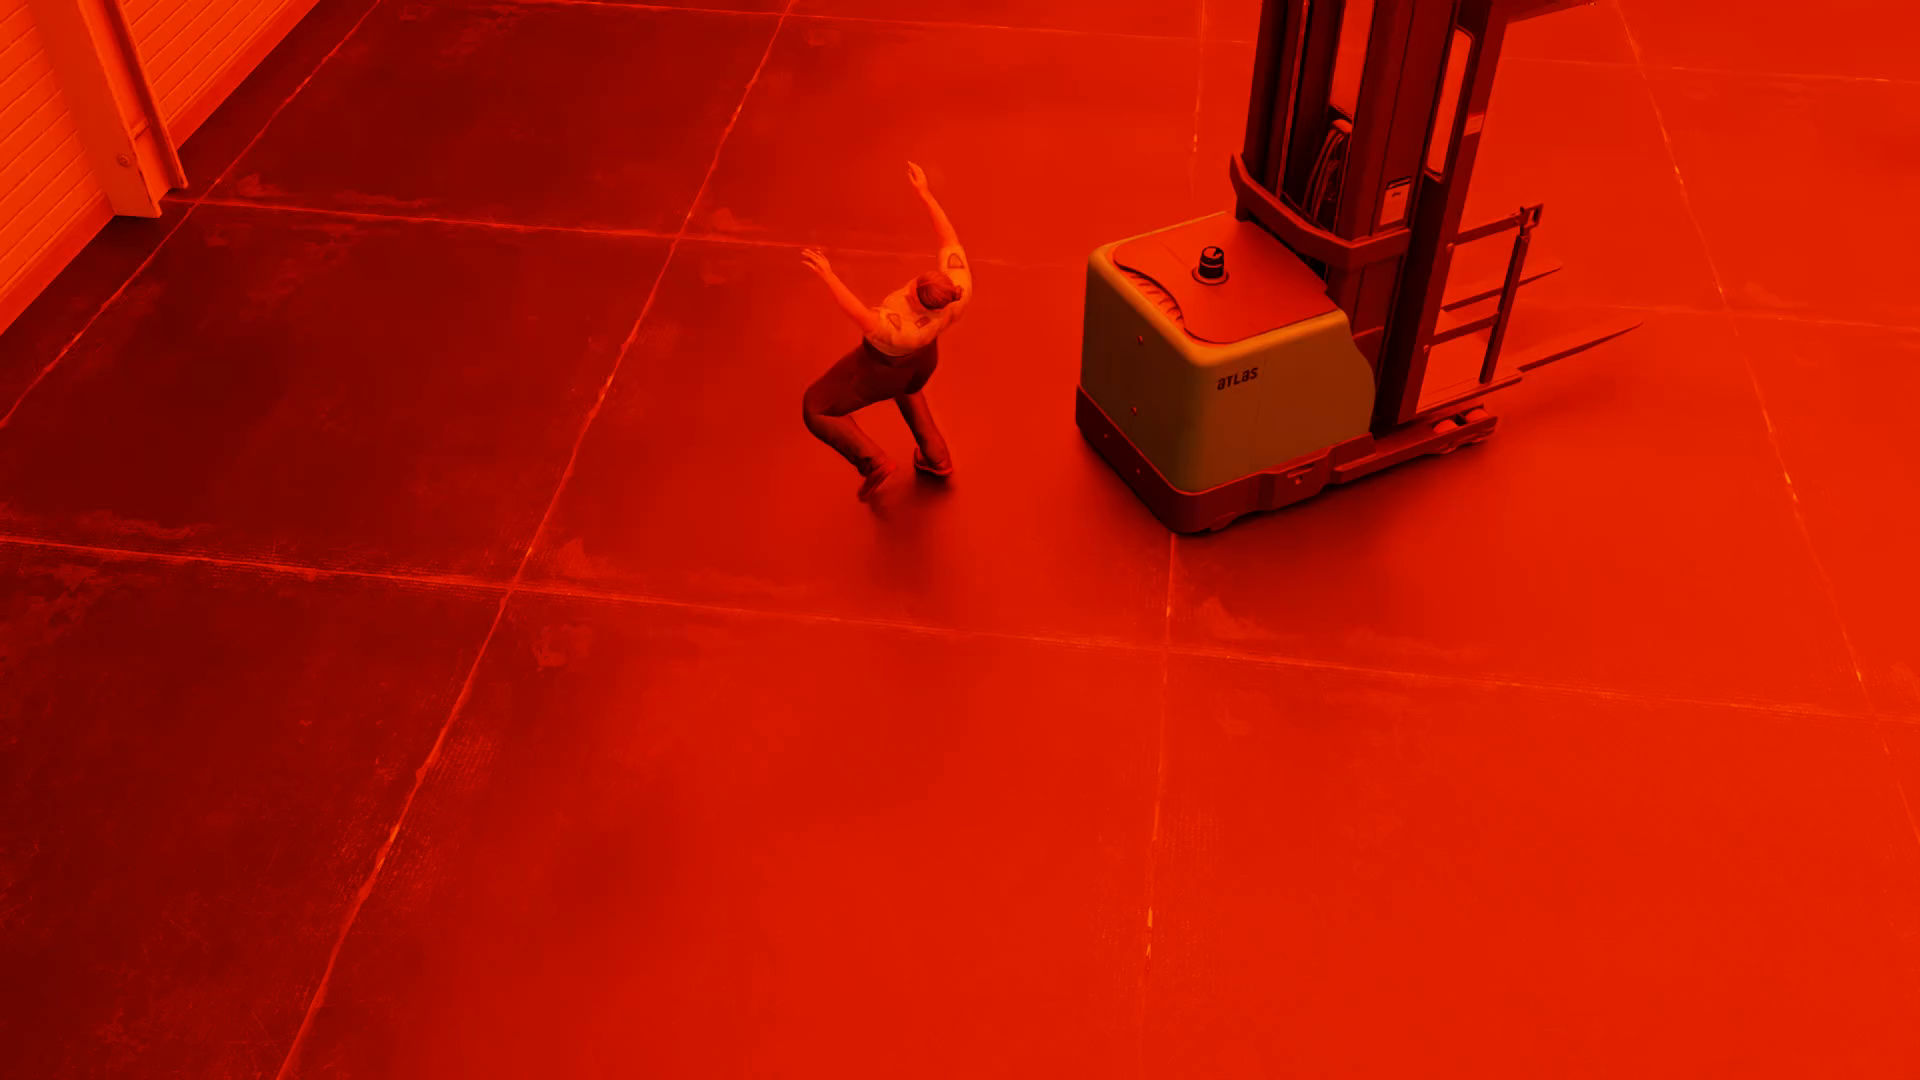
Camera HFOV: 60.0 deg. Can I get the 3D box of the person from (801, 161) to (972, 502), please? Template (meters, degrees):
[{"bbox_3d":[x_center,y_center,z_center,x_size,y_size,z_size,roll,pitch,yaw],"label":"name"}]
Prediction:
[{"bbox_3d":[-0.323,-0.826,7.670,0.710,1.545,0.897,32,51,30],"label":"person"}]

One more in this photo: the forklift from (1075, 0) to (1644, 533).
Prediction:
[{"bbox_3d":[2.134,-1.815,7.700,3.031,2.935,1.130,-19,46,-20],"label":"forklift"}]
